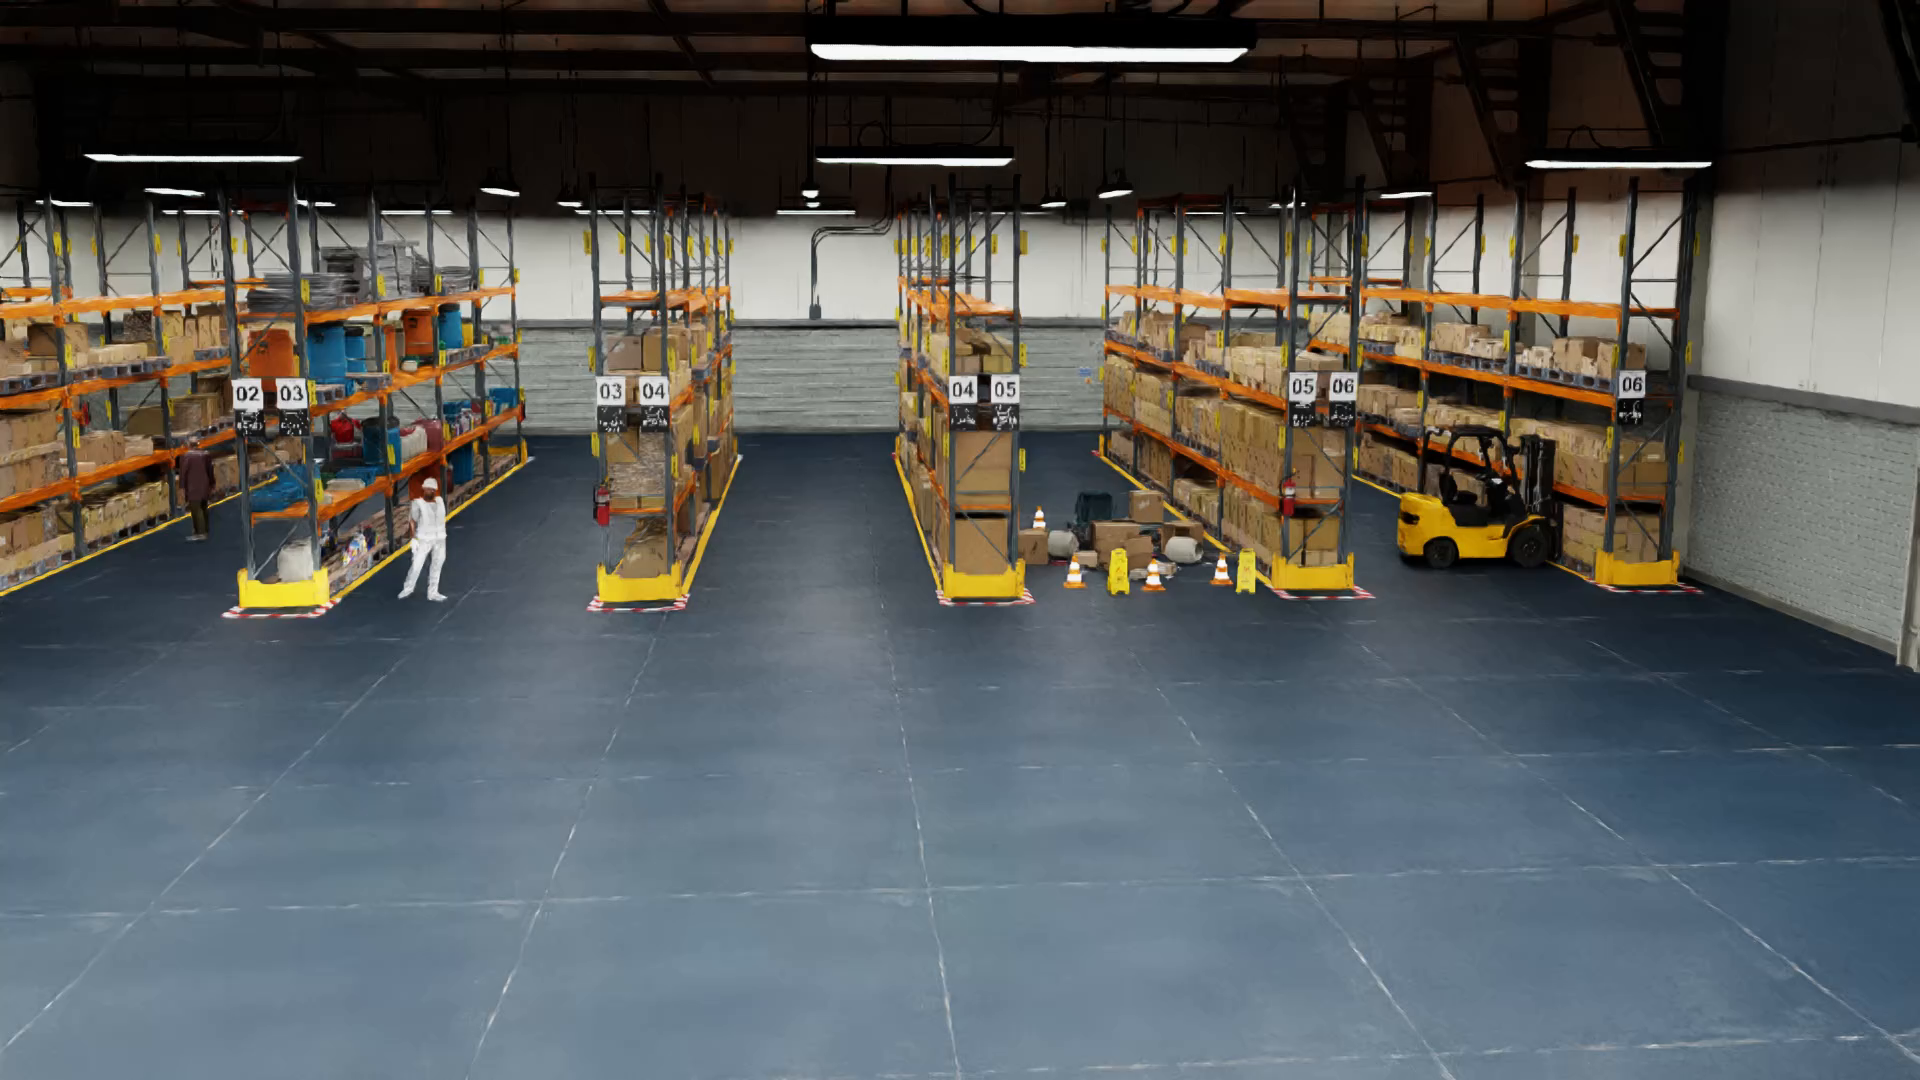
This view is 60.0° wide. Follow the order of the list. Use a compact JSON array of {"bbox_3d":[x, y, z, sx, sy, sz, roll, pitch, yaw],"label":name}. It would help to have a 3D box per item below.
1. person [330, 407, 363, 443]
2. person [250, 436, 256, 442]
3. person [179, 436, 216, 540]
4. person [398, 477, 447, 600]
[{"bbox_3d":[-13.016,-1.998,35.246,0.686,1.666,0.866,0,10,0],"label":"person"},{"bbox_3d":[-18.009,-3.184,41.842,0.719,1.714,0.578,-1,10,-6],"label":"person"},{"bbox_3d":[-13.181,-0.919,28.686,0.636,1.775,0.677,5,11,27],"label":"person"},{"bbox_3d":[-7.646,-0.012,23.657,0.735,1.773,0.526,-10,14,-44],"label":"person"}]
